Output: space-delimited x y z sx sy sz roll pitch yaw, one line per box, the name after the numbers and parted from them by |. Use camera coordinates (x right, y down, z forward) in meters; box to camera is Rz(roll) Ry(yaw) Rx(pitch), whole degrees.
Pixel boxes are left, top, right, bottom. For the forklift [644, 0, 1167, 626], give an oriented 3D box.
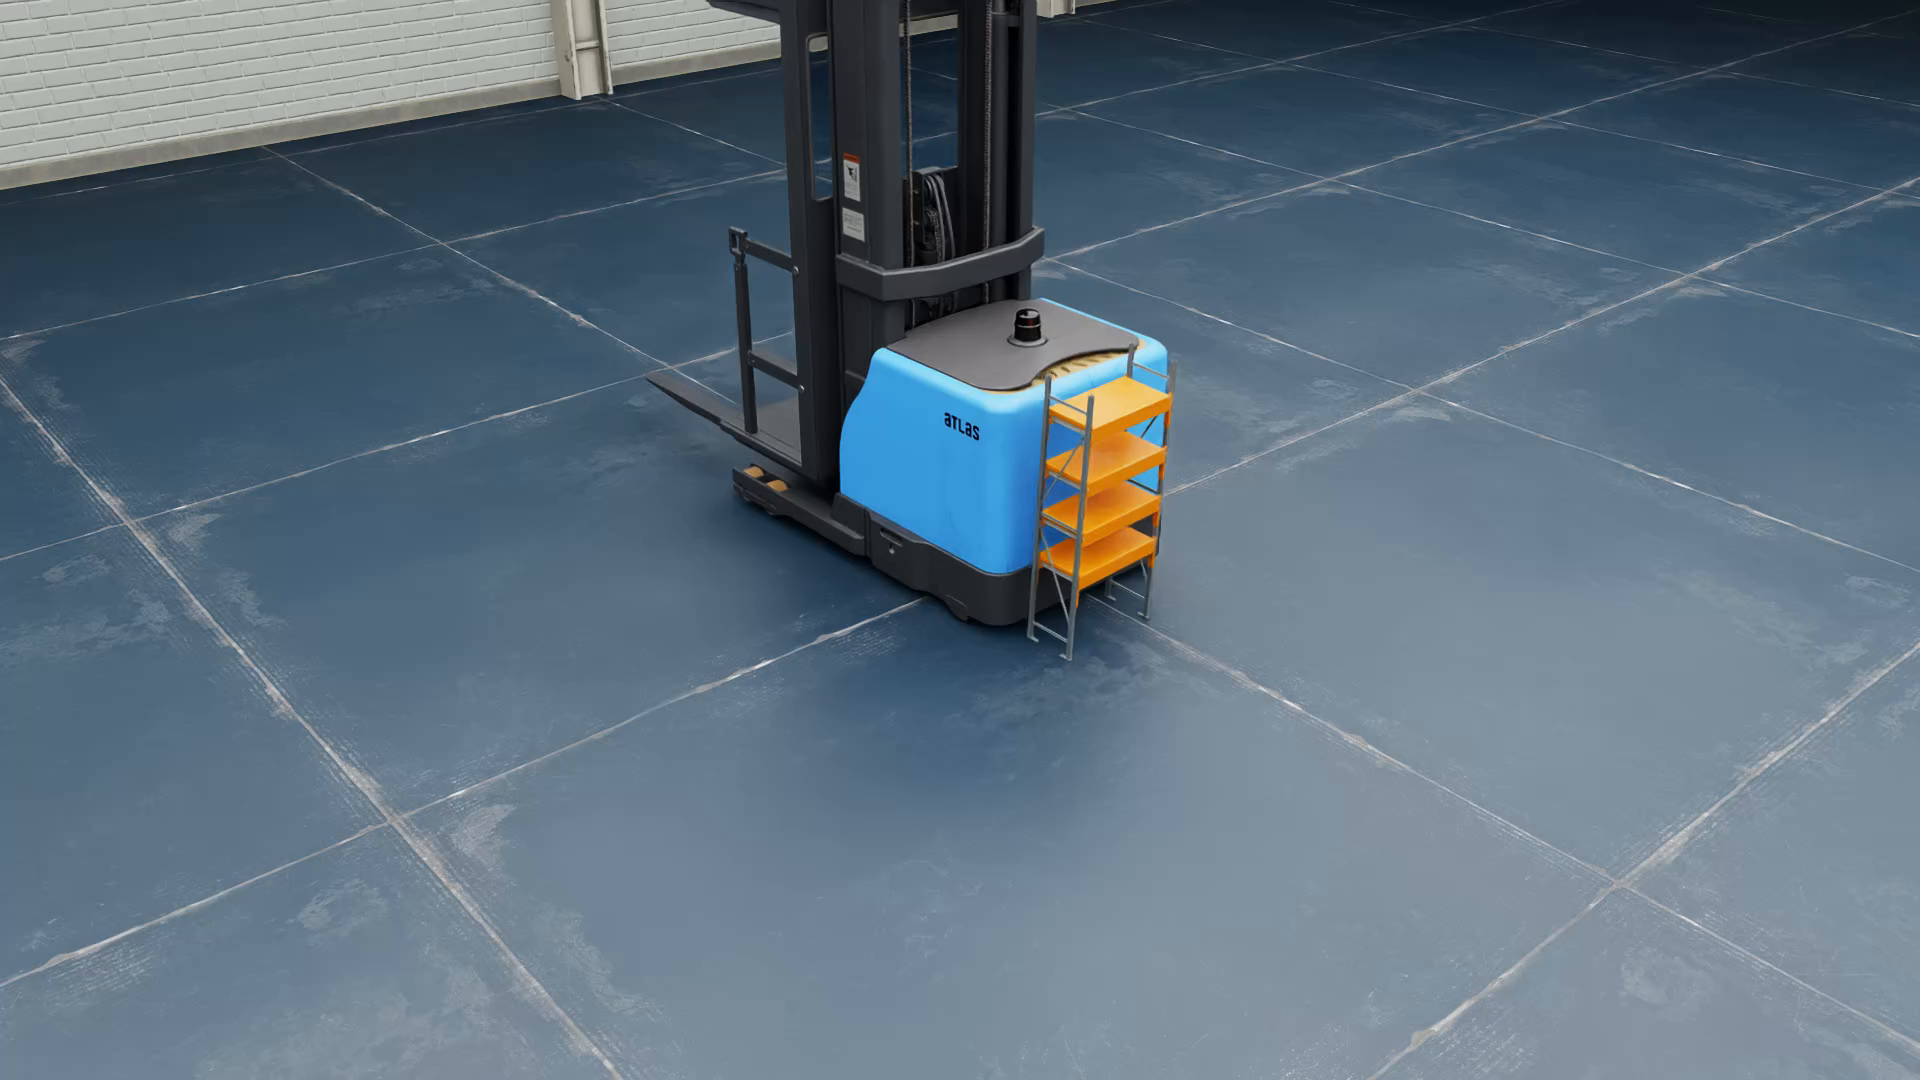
-0.451 -1.551 7.542 1.130 2.935 3.031 -22 35 -35 | forklift

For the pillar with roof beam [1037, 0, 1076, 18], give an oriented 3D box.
3.865 -8.440 13.996 0.400 9.000 9.100 -22 35 -35 | pillar with roof beam

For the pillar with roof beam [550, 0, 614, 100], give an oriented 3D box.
-0.700 -6.605 10.562 0.400 9.000 9.100 -22 35 -35 | pillar with roof beam

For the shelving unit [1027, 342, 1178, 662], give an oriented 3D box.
0.568 -0.147 6.738 0.503 1.200 0.258 -25 40 -38 | shelving unit

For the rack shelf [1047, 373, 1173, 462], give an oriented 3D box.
0.583 -0.486 6.539 0.480 0.148 0.258 -25 40 -38 | rack shelf

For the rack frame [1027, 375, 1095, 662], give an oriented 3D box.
0.393 -0.067 6.588 0.015 1.200 0.240 -25 40 -38 | rack frame

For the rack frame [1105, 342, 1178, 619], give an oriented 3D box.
0.743 -0.228 6.888 0.015 1.200 0.240 -25 40 -38 | rack frame

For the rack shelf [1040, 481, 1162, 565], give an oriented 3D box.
0.565 -0.089 6.772 0.480 0.148 0.258 -25 40 -38 | rack shelf

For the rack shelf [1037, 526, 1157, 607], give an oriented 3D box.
0.557 0.082 6.872 0.480 0.148 0.258 -25 40 -38 | rack shelf

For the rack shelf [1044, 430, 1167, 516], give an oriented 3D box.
0.574 -0.282 6.659 0.480 0.148 0.258 -25 40 -38 | rack shelf
